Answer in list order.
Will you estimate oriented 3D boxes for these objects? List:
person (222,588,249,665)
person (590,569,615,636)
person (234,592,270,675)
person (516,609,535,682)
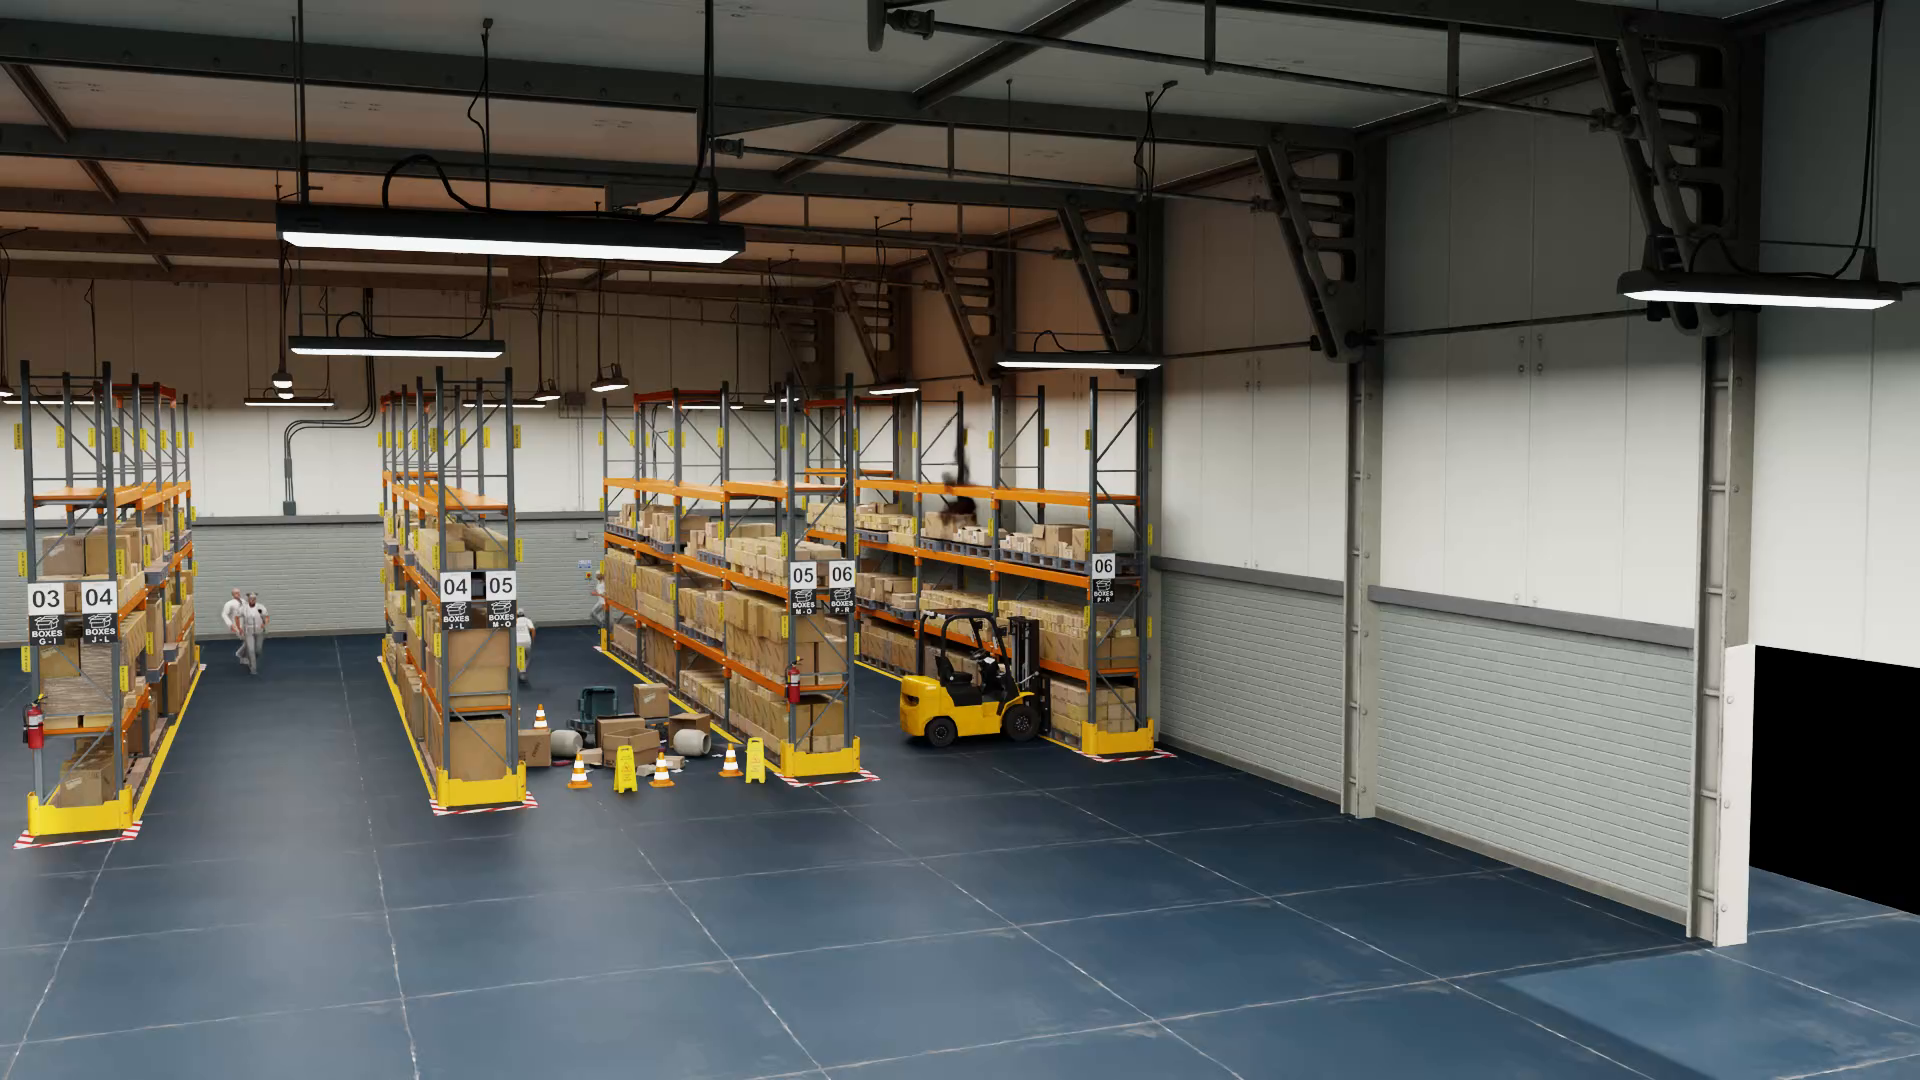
[{"bbox_3d":[-15.906,1.931,36.913,0.559,1.722,0.769,1,4,17],"label":"person"},{"bbox_3d":[-9.021,1.588,42.096,0.789,1.720,0.738,-2,4,-31],"label":"person"},{"bbox_3d":[-15.185,1.984,35.717,0.690,1.764,0.849,-2,4,-33],"label":"person"},{"bbox_3d":[-9.086,2.212,34.348,0.614,1.523,1.006,-1,4,-14],"label":"person"}]
